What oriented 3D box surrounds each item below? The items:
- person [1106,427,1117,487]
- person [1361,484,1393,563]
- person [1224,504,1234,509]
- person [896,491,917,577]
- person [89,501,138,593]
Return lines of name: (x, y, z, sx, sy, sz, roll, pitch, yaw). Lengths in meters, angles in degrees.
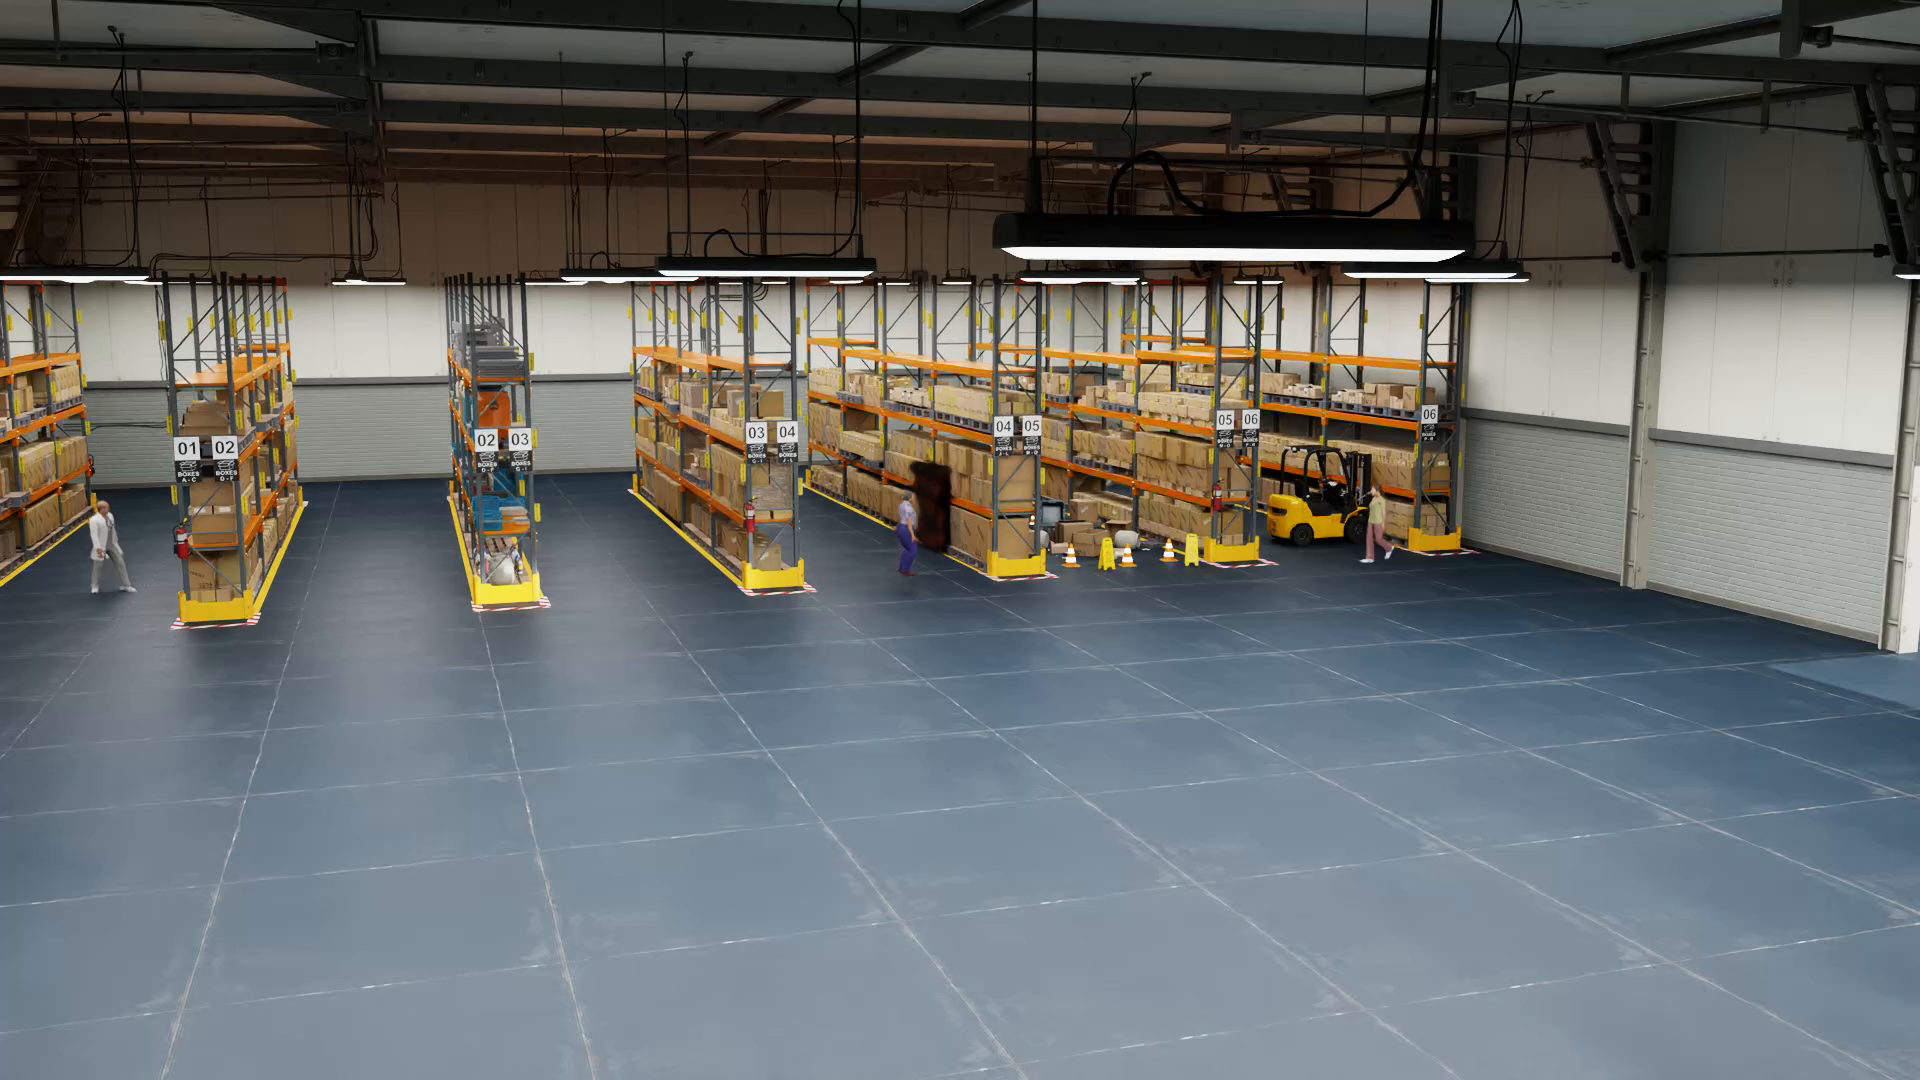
person: (4.338, -2.445, 48.494, 0.641, 1.742, 0.588, -4, 10, -26)
person: (8.760, -0.352, 34.848, 0.676, 1.661, 0.453, -6, 11, -37)
person: (6.381, -1.122, 39.651, 0.409, 1.786, 0.631, 2, 9, 15)
person: (-1.020, -0.086, 31.727, 0.368, 1.691, 0.567, -2, 9, -14)
person: (-16.134, 0.141, 31.451, 0.679, 1.795, 0.724, 5, 10, 30)
